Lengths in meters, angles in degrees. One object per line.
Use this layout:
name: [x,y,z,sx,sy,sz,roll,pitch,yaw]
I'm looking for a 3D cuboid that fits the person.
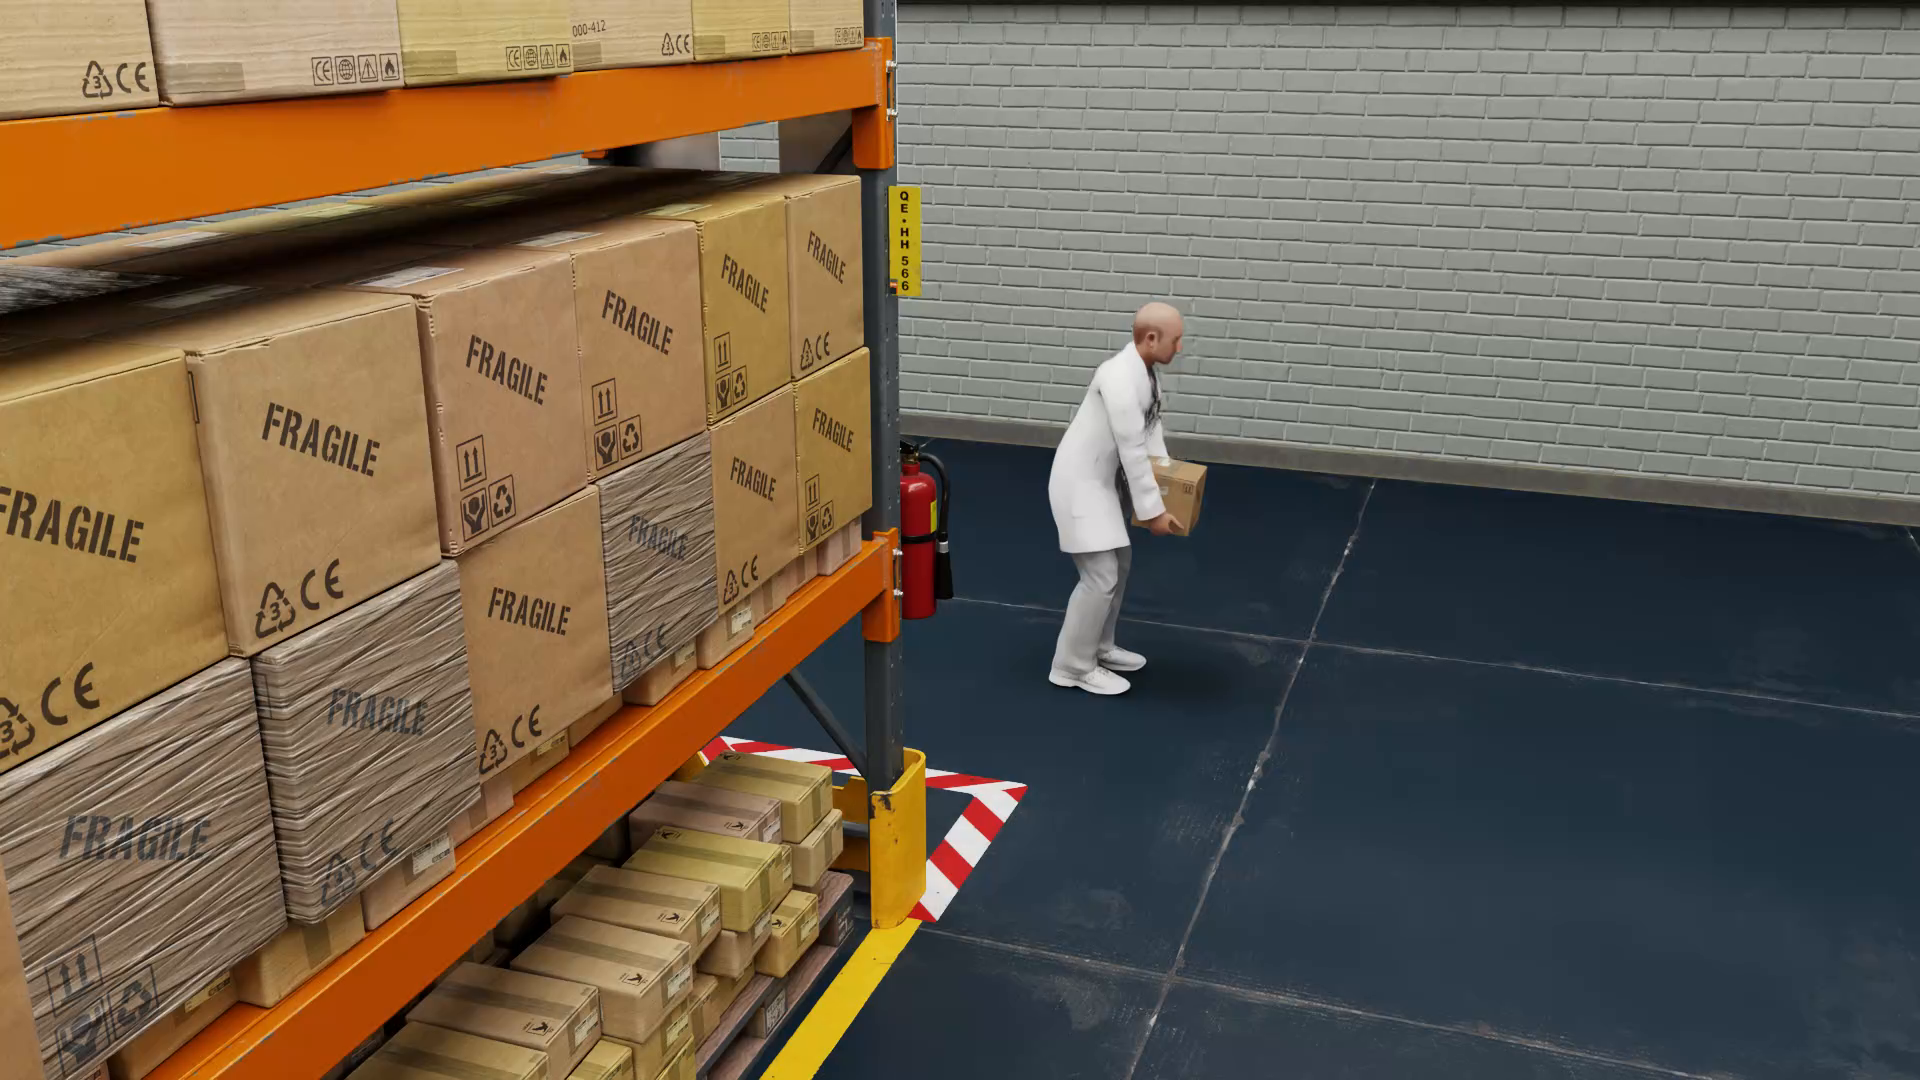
person: [0.700,-0.183,7.238,0.618,1.720,0.541,6,19,17]
